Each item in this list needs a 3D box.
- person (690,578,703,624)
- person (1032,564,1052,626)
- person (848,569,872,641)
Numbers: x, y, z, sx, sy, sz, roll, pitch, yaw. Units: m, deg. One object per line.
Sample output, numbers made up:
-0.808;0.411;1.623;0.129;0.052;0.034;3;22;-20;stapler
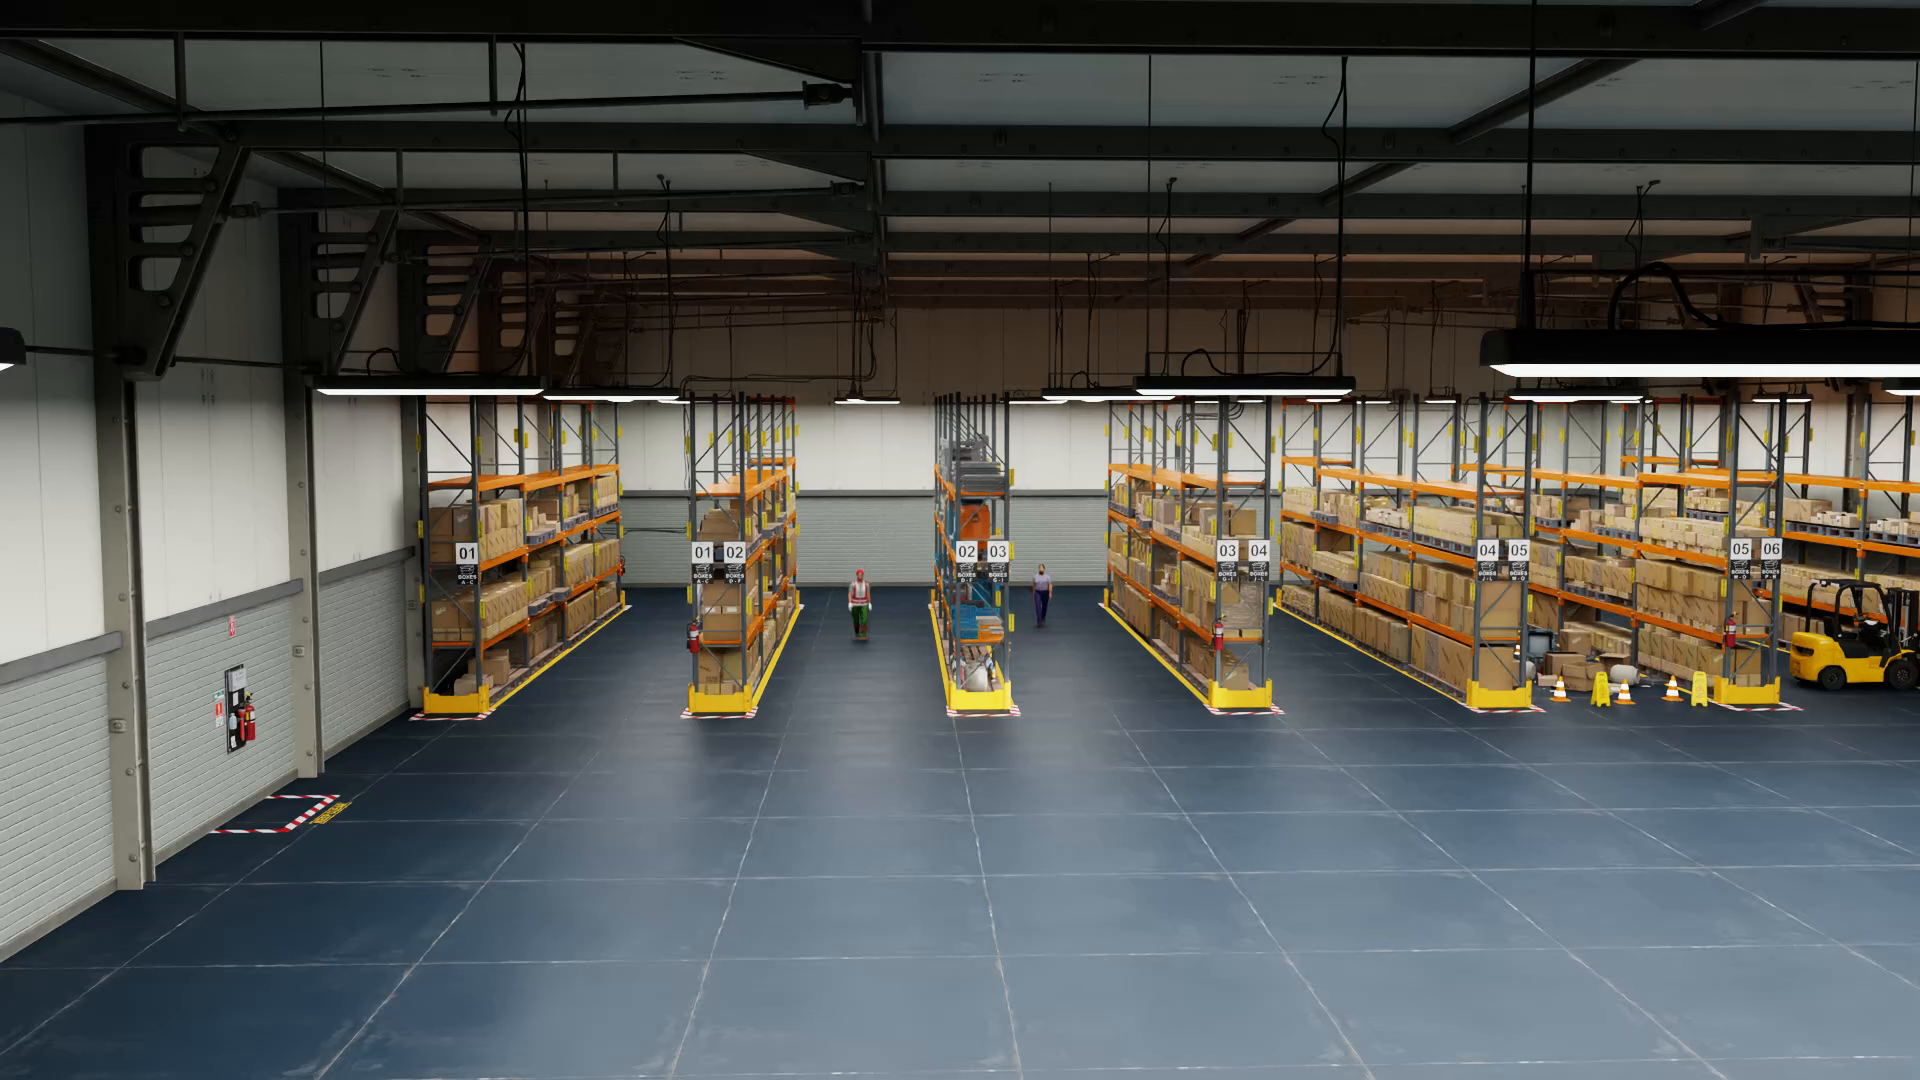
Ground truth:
-6.792;1.332;43.725;0.653;1.717;1.114;-1;5;-6;person
2.149;1.431;43.563;0.502;1.575;1.032;0;5;-4;person
-2.449;1.587;40.683;0.589;1.730;1.098;0;5;-6;person
